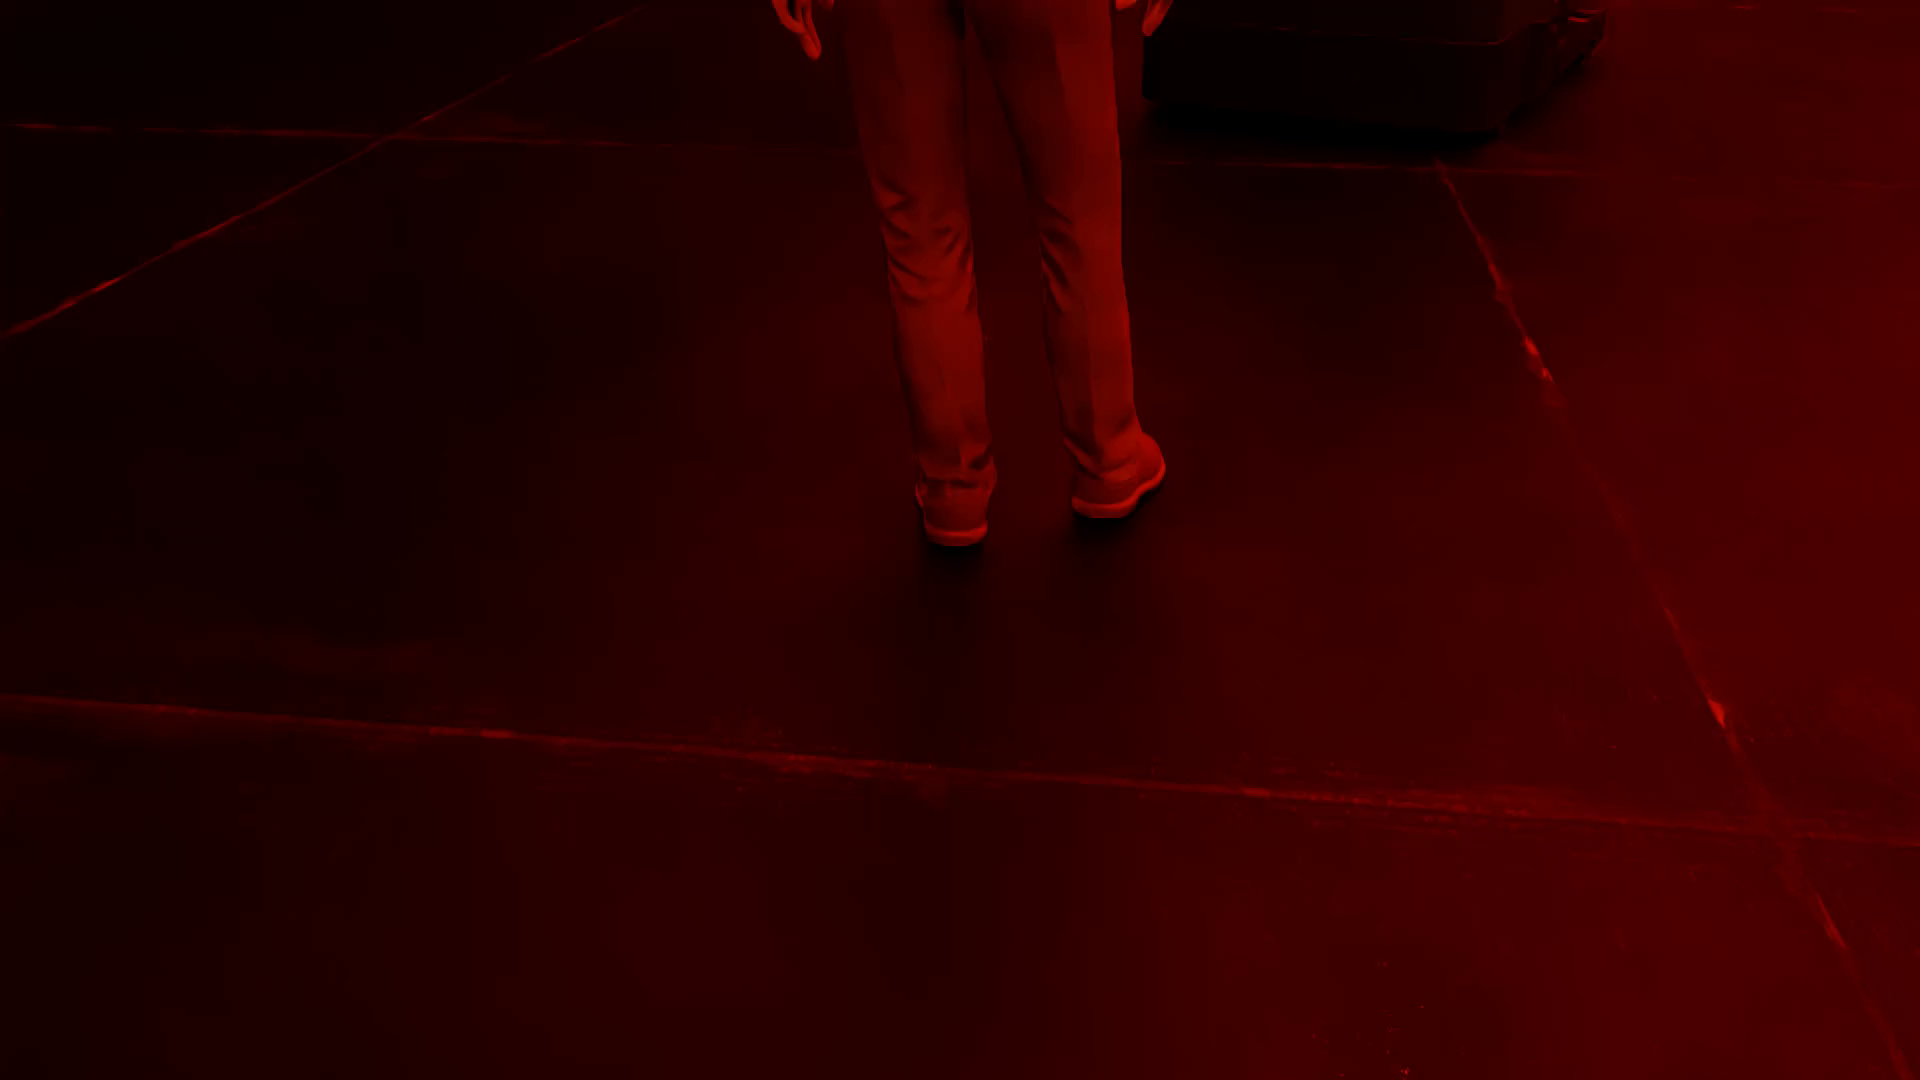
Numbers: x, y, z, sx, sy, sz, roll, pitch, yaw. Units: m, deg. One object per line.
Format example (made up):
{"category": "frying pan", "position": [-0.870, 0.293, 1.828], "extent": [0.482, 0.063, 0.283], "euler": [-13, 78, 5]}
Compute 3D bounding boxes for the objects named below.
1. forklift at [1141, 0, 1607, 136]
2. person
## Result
{"category": "forklift", "position": [1.678, -3.063, 5.356], "extent": [1.130, 2.935, 3.031], "euler": [13, 29, 24]}
{"category": "person", "position": [0.016, -0.794, 2.178], "extent": [0.586, 1.695, 0.533], "euler": [3, 27, 7]}
